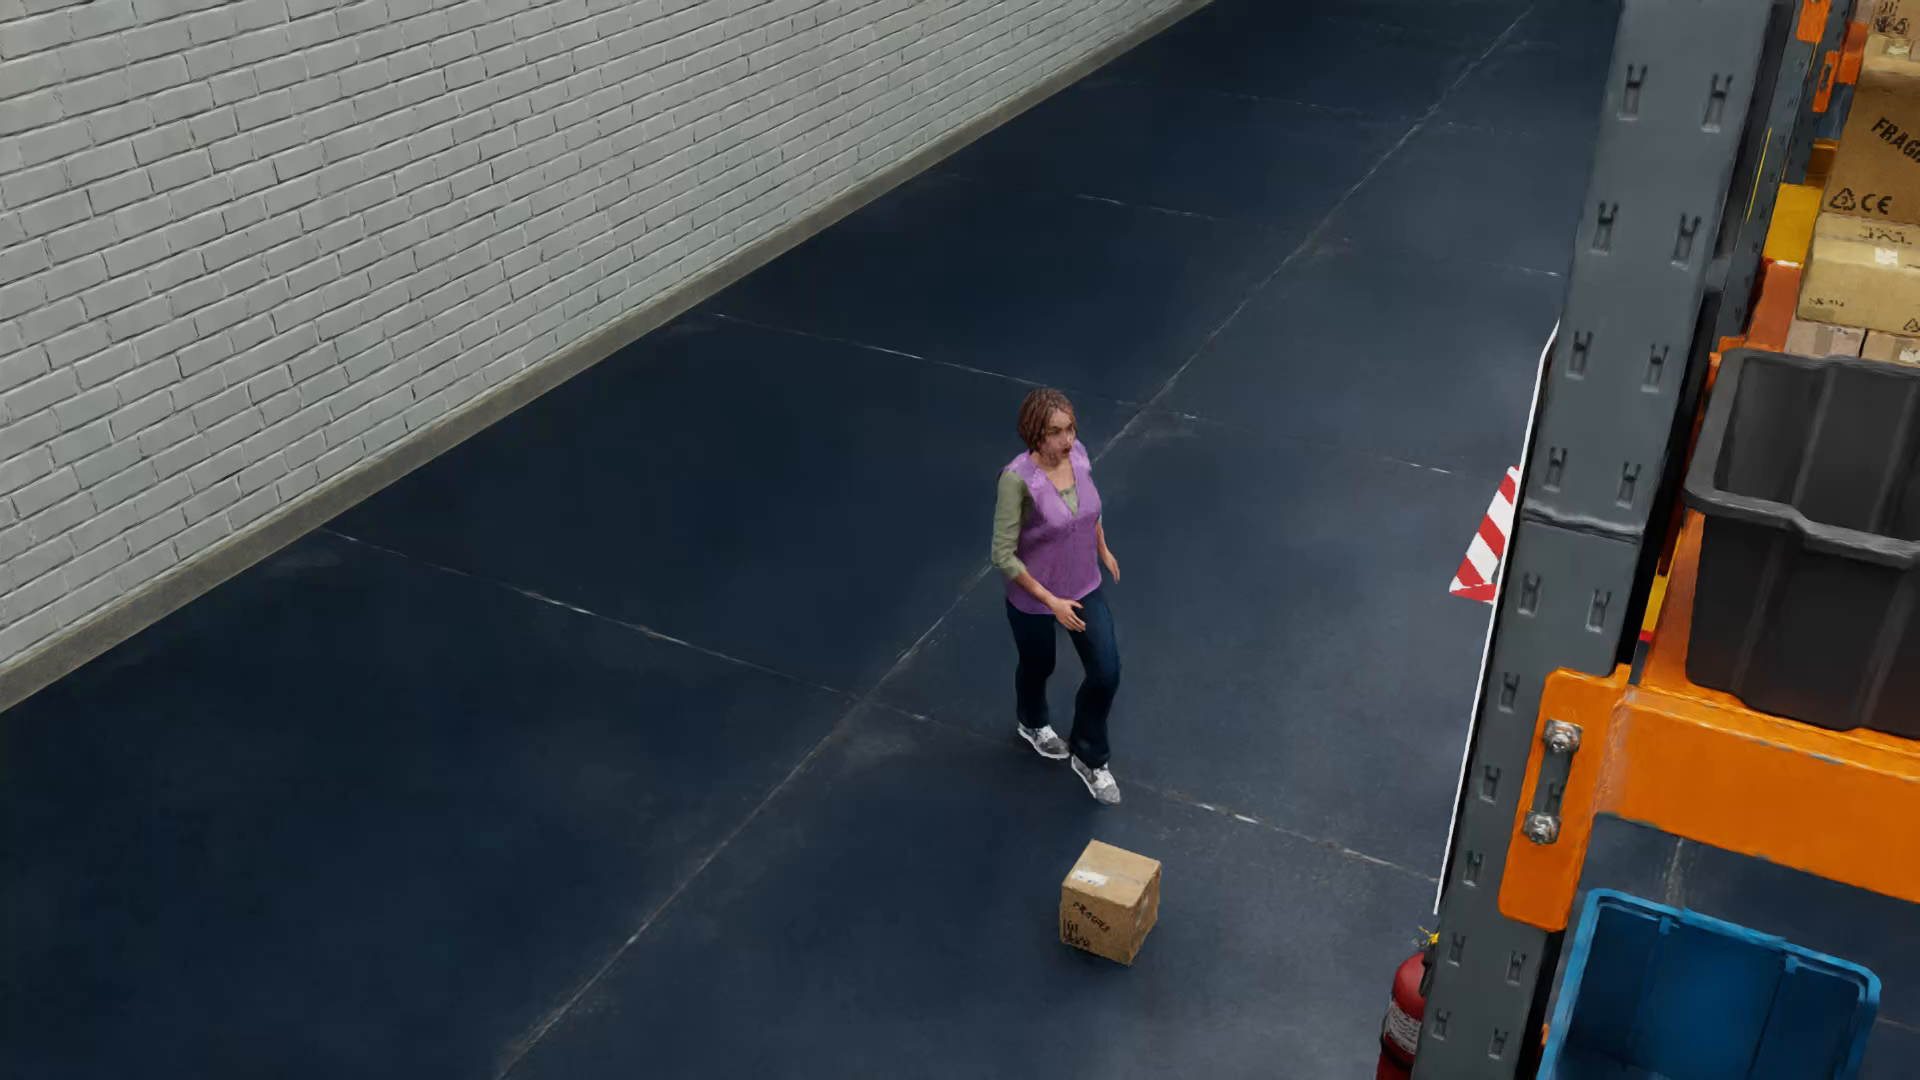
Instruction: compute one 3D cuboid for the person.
[{"bbox_3d":[0.353,0.197,5.852,0.562,1.606,0.585,-18,35,-27],"label":"person"}]
